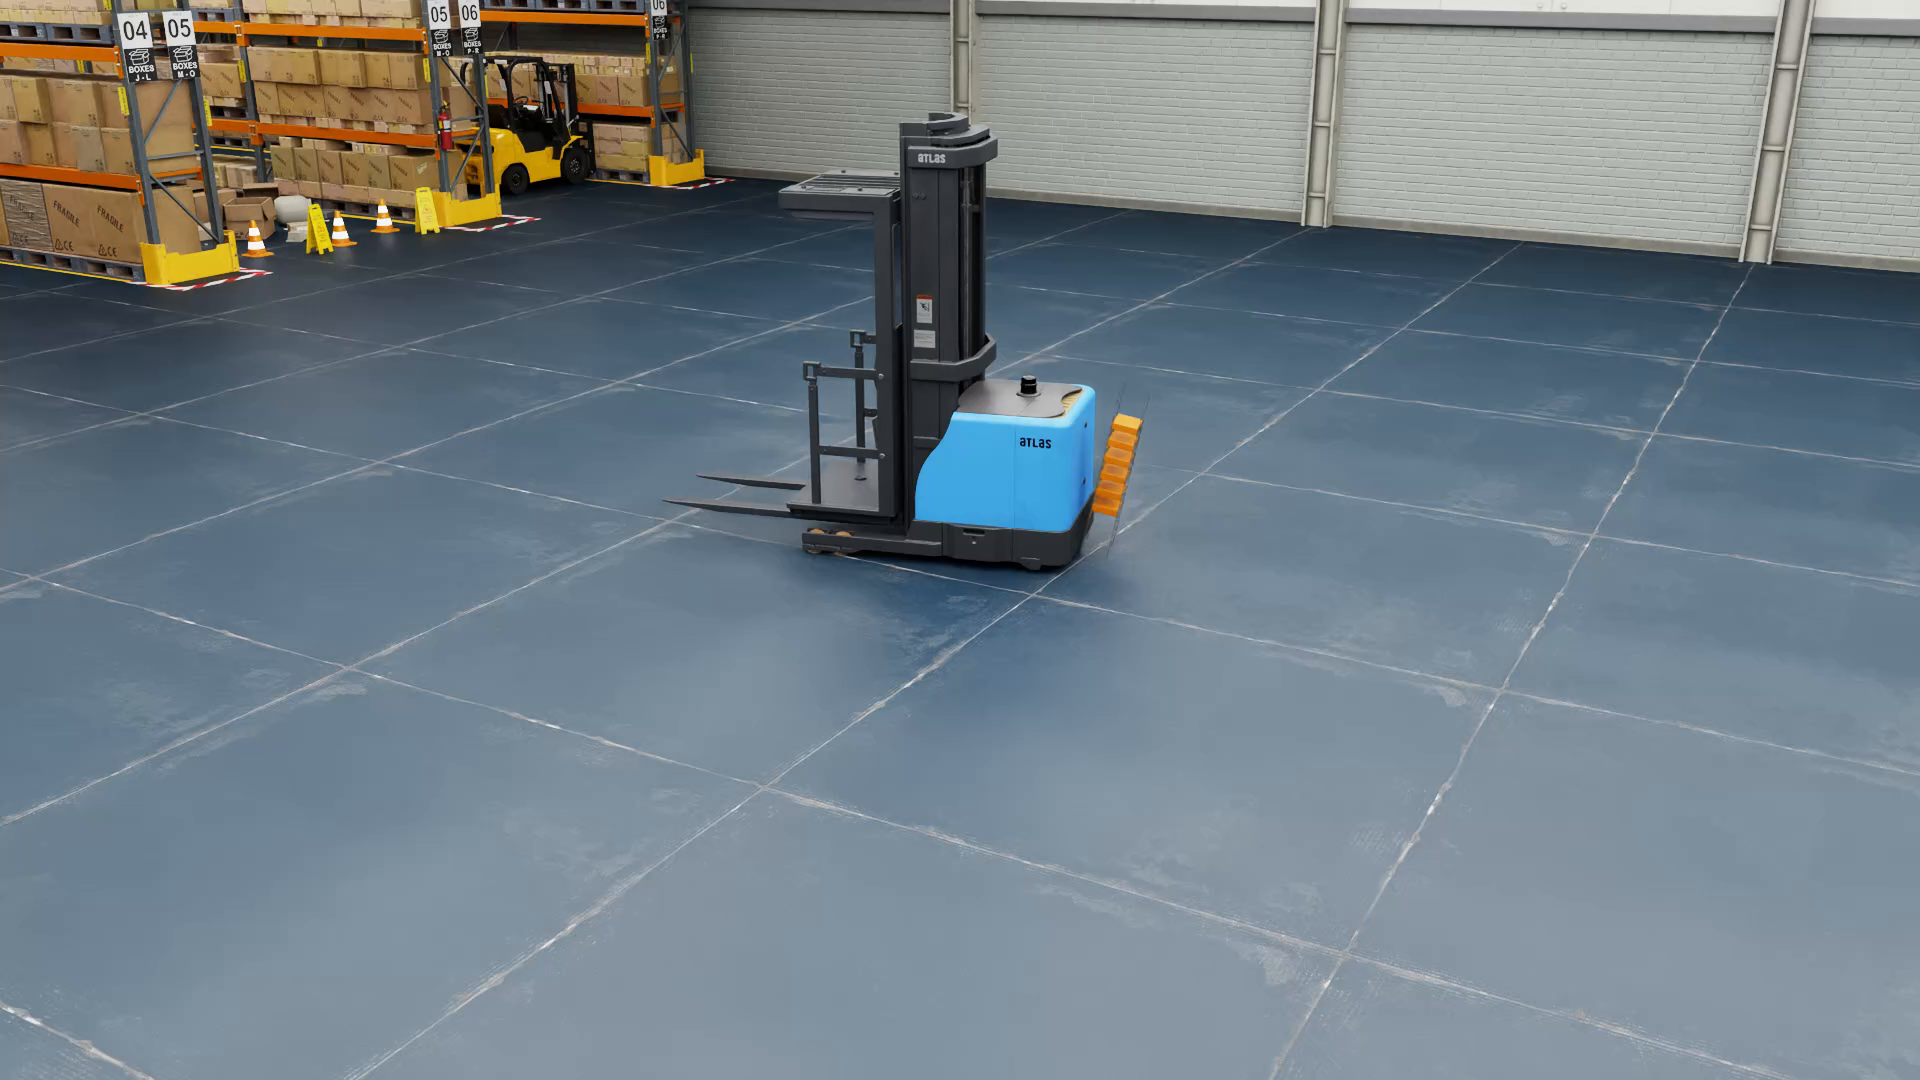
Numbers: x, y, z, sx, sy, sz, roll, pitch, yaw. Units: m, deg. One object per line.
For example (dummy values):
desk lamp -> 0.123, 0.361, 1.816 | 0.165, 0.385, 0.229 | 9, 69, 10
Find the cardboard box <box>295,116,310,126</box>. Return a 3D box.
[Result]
cardboard box -> -10.083, -6.529, 25.835 | 0.250, 0.149, 0.380 | 12, 23, 29

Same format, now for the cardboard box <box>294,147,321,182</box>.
cardboard box -> -10.036, -5.902, 26.053 | 0.500, 0.500, 0.500 | 12, 23, 29

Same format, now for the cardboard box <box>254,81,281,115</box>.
cardboard box -> -10.645, -6.939, 26.013 | 0.500, 0.500, 0.500 | 11, 23, 27

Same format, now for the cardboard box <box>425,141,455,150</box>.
cardboard box -> -9.610, -7.683, 31.512 | 0.625, 0.625, 0.875 | 11, 22, 27

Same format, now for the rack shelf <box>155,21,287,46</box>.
rack shelf -> -12.639, -8.313, 27.040 | 4.000, 0.370, 1.077 | 11, 23, 27

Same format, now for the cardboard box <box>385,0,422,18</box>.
cardboard box -> -7.979, -7.728, 24.154 | 0.500, 0.250, 0.500 | 10, 22, 27

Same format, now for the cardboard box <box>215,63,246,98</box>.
cardboard box -> -11.408, -7.301, 26.396 | 0.500, 0.500, 0.500 | 10, 22, 26

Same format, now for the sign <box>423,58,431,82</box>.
sign -> -7.689, -6.774, 23.980 | 0.005, 0.325, 0.100 | 11, 23, 27

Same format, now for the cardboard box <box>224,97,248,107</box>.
cardboard box -> -11.477, -6.991, 26.492 | 0.250, 0.149, 0.380 | 11, 23, 28

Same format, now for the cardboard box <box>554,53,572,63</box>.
cardboard box -> -6.952, -8.510, 29.394 | 0.250, 0.149, 0.380 | 11, 23, 28

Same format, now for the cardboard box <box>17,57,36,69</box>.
cardboard box -> -15.846, -8.266, 28.642 | 0.500, 0.500, 0.500 | 11, 23, 27

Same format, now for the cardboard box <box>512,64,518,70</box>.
cardboard box -> -7.857, -8.530, 29.883 | 0.250, 0.149, 0.380 | 11, 23, 27

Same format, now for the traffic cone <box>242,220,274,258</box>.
traffic cone -> -9.498, -4.071, 22.410 | 0.334, 0.463, 0.336 | 11, 23, 27

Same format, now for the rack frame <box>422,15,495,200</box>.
rack frame -> -7.401, -6.243, 24.678 | 0.127, 3.000, 1.000 | 11, 23, 27

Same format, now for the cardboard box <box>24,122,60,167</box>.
cardboard box -> -11.474, -5.163, 21.479 | 0.500, 0.550, 0.875 | 11, 23, 27

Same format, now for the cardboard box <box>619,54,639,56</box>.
cardboard box -> -5.830, -8.472, 29.287 | 0.250, 0.149, 0.380 | 11, 23, 28

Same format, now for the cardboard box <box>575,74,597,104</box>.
cardboard box -> -6.437, -7.946, 29.226 | 0.500, 0.500, 0.500 | 10, 22, 26

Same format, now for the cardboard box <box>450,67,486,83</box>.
cardboard box -> -9.029, -8.557, 30.542 | 0.500, 0.250, 0.500 | 10, 22, 26

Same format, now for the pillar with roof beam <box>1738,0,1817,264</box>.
pillar with roof beam -> 8.463, -6.651, 17.004 | 0.400, 9.000, 9.100 | 11, 23, 27

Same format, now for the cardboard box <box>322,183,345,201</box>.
cardboard box -> -9.573, -5.462, 25.940 | 0.500, 0.250, 0.500 | 10, 22, 27

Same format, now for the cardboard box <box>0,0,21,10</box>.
cardboard box -> -11.604, -6.726, 20.631 | 0.500, 0.250, 0.500 | 11, 23, 28

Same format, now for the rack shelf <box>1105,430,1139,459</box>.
rack shelf -> 1.106, -0.654, 11.325 | 0.180, 0.103, 0.258 | 16, 23, 9

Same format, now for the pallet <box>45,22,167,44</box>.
pallet -> -10.379, -6.242, 20.404 | 1.213, 0.211, 1.003 | 11, 23, 27

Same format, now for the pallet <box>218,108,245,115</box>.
pallet -> -12.637, -7.167, 27.504 | 1.213, 0.211, 1.003 | 11, 23, 27

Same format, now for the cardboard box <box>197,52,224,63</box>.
cardboard box -> -12.014, -7.718, 26.593 | 0.250, 0.149, 0.380 | 10, 22, 26

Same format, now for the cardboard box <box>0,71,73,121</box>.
cardboard box -> -11.972, -5.737, 21.478 | 0.550, 0.550, 0.875 | 11, 23, 27

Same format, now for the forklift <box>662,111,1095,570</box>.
forklift -> -0.609, -1.434, 11.519 | 3.031, 2.935, 1.130 | 5, 21, 14

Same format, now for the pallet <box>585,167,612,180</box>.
pallet -> -6.732, -6.729, 30.105 | 1.213, 0.211, 1.003 | 11, 23, 27

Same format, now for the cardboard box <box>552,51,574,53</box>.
cardboard box -> -7.147, -8.749, 30.052 | 0.250, 0.149, 0.380 | 10, 22, 26

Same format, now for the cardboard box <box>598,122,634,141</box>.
cardboard box -> -5.986, -7.163, 29.164 | 0.500, 0.250, 0.500 | 11, 23, 28

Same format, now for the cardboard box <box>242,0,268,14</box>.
cardboard box -> -10.642, -8.233, 25.548 | 0.500, 0.250, 0.500 | 10, 22, 26

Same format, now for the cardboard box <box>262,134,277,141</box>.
cardboard box -> -13.794, -8.334, 33.491 | 0.500, 0.500, 0.500 | 10, 22, 25

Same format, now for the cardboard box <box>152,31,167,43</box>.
cardboard box -> -16.630, -10.466, 35.003 | 0.500, 0.500, 0.500 | 10, 22, 26

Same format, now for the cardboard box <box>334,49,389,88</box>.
cardboard box -> -8.887, -7.061, 24.882 | 0.500, 0.500, 0.700 | 10, 22, 27

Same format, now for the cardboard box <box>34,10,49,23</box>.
cardboard box -> -11.071, -6.413, 20.353 | 0.250, 0.149, 0.380 | 10, 22, 27

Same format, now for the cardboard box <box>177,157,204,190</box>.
cardboard box -> -11.735, -5.554, 25.334 | 0.500, 0.500, 0.500 | 11, 23, 27

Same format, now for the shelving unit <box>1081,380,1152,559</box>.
shelving unit -> 1.069, -0.477, 11.399 | 0.189, 1.200, 0.258 | 16, 23, 9

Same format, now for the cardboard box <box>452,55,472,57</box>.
cardboard box -> -9.337, -8.999, 31.178 | 0.250, 0.149, 0.380 | 11, 22, 27

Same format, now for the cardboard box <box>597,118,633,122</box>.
cardboard box -> -6.180, -7.401, 29.820 | 0.500, 0.250, 0.500 | 11, 22, 27

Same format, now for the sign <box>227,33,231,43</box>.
sign -> -15.192, -10.427, 34.514 | 0.005, 0.325, 0.100 | 11, 23, 27

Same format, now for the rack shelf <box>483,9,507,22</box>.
rack shelf -> -10.221, -9.791, 31.115 | 4.000, 0.370, 1.077 | 11, 23, 27

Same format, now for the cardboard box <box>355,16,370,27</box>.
cardboard box -> -8.727, -7.687, 24.626 | 0.250, 0.149, 0.380 | 11, 22, 27

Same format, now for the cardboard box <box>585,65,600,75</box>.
cardboard box -> -6.324, -8.218, 29.023 | 0.250, 0.149, 0.380 | 10, 22, 26

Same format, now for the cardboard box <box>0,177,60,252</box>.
cardboard box -> -11.915, -4.342, 21.937 | 0.875, 0.875, 0.875 | 11, 23, 28

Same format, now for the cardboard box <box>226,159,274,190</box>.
cardboard box -> -11.352, -5.957, 27.126 | 0.625, 0.372, 0.950 | 11, 23, 28

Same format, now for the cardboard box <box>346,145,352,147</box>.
cardboard box -> -9.354, -5.979, 26.265 | 0.500, 0.500, 0.500 | 12, 23, 30

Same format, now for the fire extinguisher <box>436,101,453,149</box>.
fire extinguisher -> -7.526, -6.051, 24.260 | 0.183, 0.674, 0.296 | 11, 23, 27

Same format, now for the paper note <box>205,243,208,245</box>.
paper note -> -10.544, -4.136, 23.252 | 0.032, 0.001, 0.123 | -11, 23, -29

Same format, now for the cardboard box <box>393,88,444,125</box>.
cardboard box -> -8.009, -6.438, 24.633 | 0.500, 0.500, 0.500 | 10, 22, 26

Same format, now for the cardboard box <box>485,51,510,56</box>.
cardboard box -> -8.342, -8.737, 30.019 | 0.250, 0.149, 0.380 | 11, 23, 28

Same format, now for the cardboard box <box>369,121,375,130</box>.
cardboard box -> -8.715, -6.300, 25.203 | 0.250, 0.149, 0.380 | 11, 23, 28

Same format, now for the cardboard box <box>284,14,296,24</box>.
cardboard box -> -10.070, -7.954, 25.362 | 0.250, 0.149, 0.380 | 12, 23, 29

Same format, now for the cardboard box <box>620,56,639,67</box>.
cardboard box -> -5.629, -8.242, 28.653 | 0.250, 0.149, 0.380 | 11, 23, 27

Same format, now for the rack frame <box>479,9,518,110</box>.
rack frame -> -8.475, -8.387, 30.587 | 0.127, 3.000, 1.000 | 11, 23, 27

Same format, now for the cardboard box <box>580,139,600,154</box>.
cardboard box -> -6.454, -7.016, 29.490 | 0.500, 0.250, 0.500 | 10, 22, 26

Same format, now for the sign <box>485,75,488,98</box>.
sign -> -7.136, -6.812, 24.975 | 0.005, 0.325, 0.100 | 11, 23, 27

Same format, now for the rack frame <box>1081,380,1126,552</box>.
rack frame -> 0.982, -0.501, 11.414 | 0.006, 1.200, 0.240 | 16, 23, 9

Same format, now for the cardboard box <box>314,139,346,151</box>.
cardboard box -> -9.743, -6.125, 25.716 | 0.250, 0.149, 0.380 | 12, 23, 30
